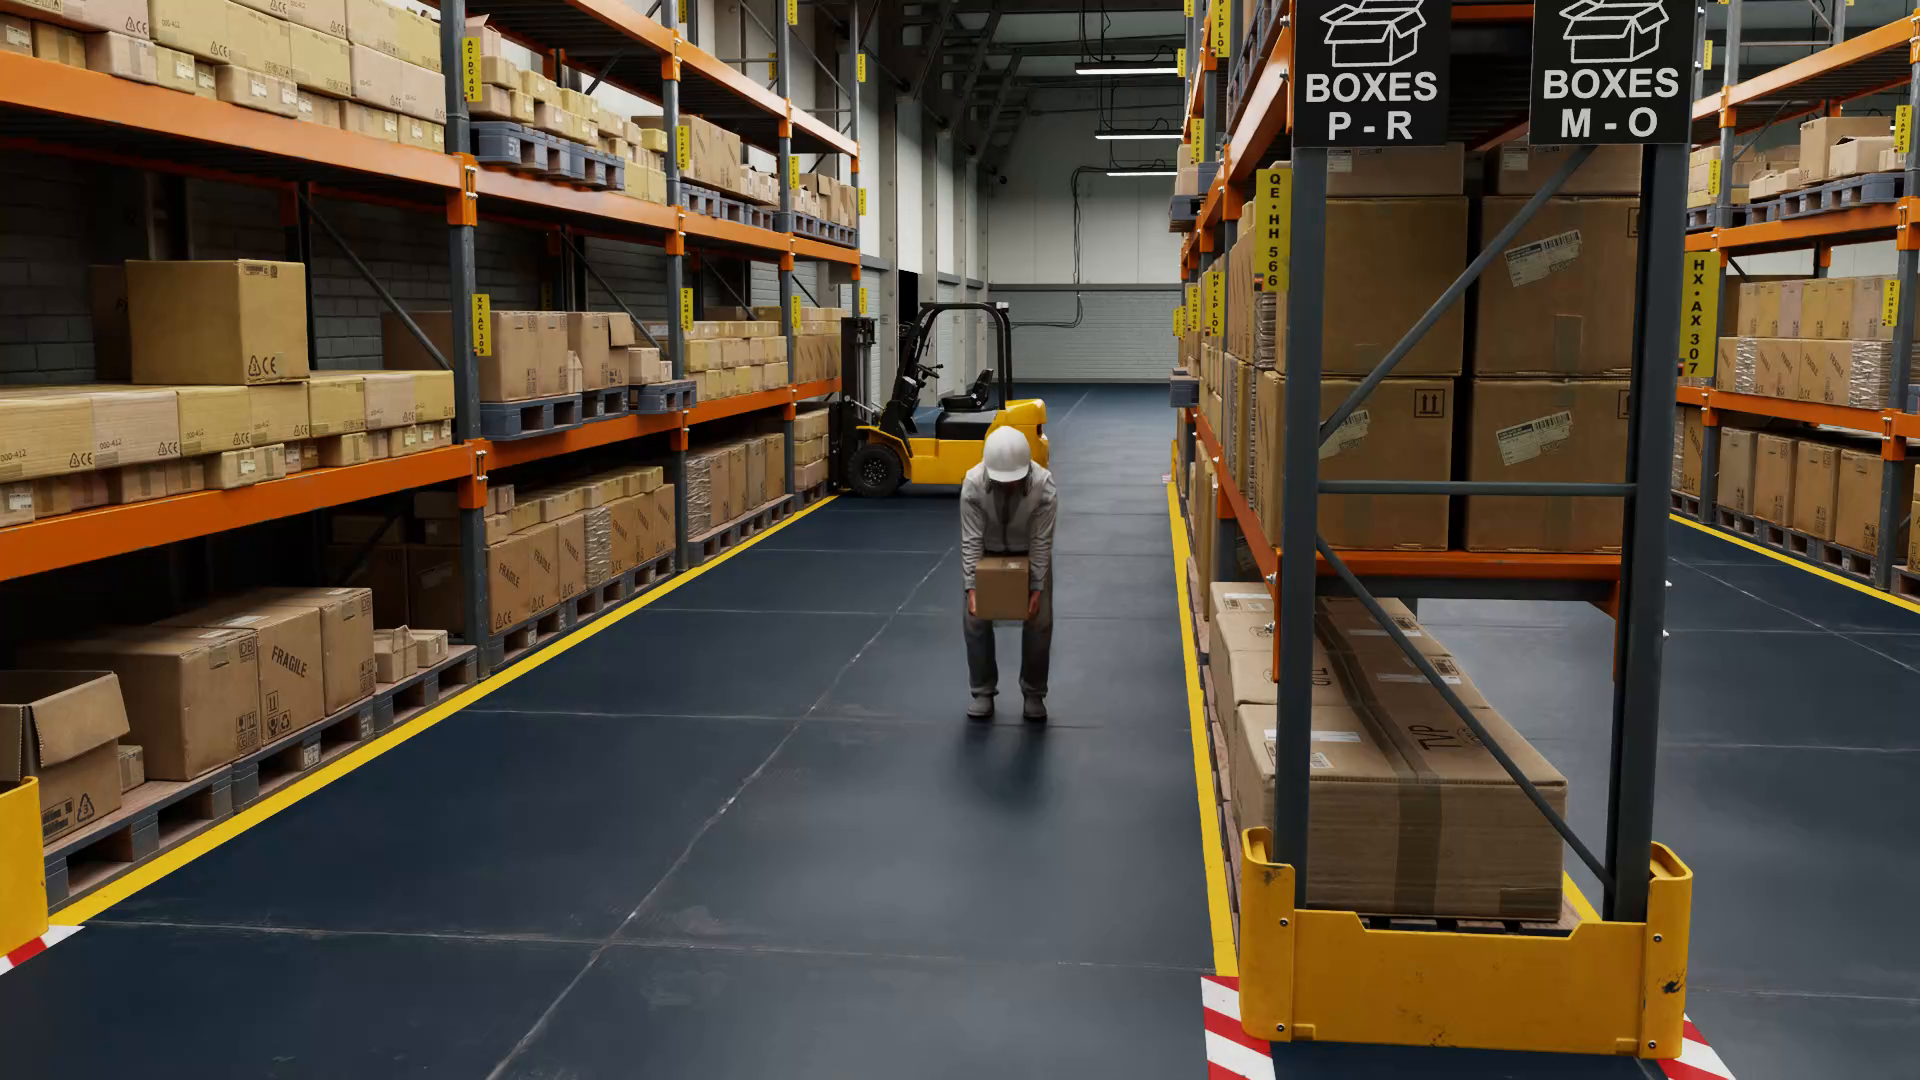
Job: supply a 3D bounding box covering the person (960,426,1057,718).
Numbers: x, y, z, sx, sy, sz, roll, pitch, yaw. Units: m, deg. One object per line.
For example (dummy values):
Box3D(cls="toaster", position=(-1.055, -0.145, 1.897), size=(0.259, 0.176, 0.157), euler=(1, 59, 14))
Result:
Box3D(cls="person", position=(0.237, 0.166, 8.084), size=(0.470, 1.476, 0.871), euler=(1, 8, 4))
